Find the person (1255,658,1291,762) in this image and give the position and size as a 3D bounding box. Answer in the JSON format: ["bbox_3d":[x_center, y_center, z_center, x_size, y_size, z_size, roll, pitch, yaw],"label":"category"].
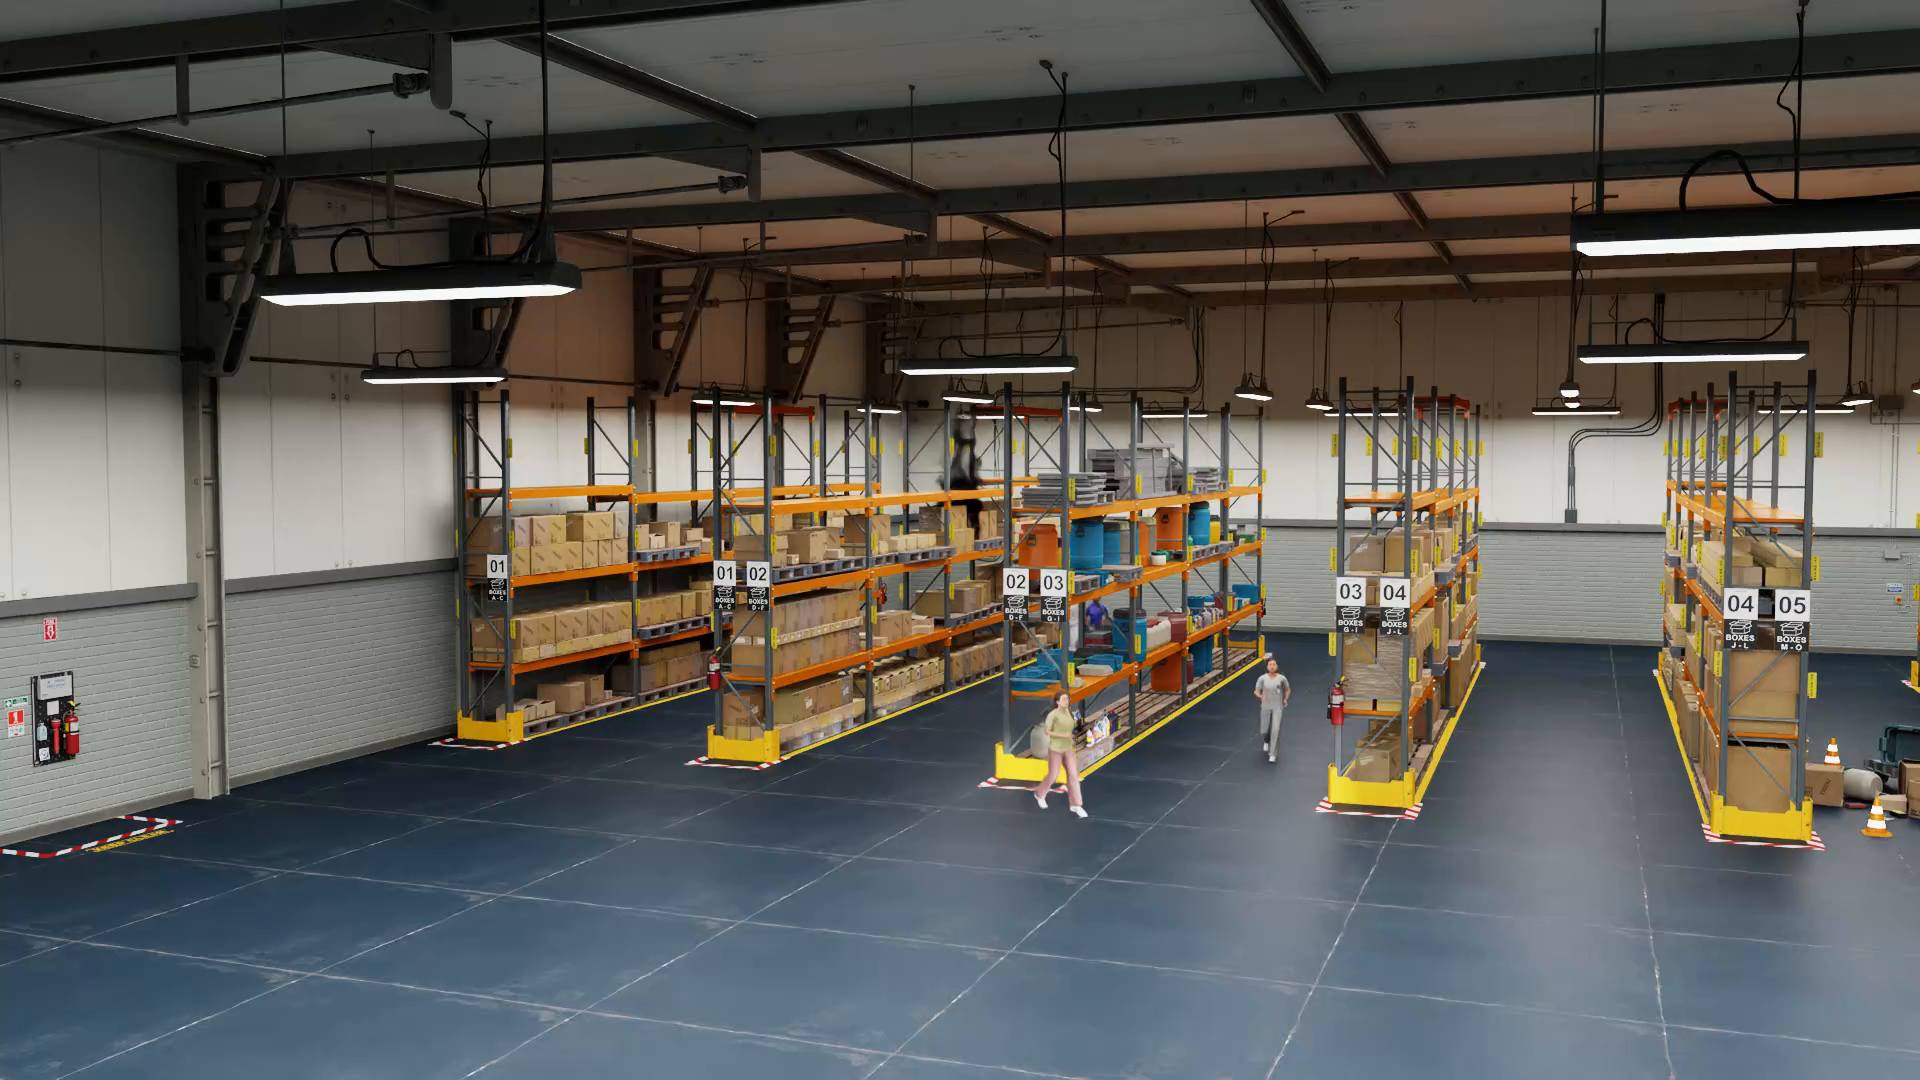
[{"bbox_3d":[5.025,2.712,26.712,0.574,1.632,0.750,1,3,10],"label":"person"}]

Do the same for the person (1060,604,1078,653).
[{"bbox_3d":[2.364,1.851,35.741,0.636,1.804,0.884,0,3,9],"label":"person"}]

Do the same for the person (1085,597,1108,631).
[{"bbox_3d":[3.159,2.066,38.756,0.578,1.447,0.773,1,3,10],"label":"person"}]

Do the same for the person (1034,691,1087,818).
[{"bbox_3d":[1.363,2.891,22.704,0.589,1.687,0.926,-3,4,-41],"label":"person"}]
